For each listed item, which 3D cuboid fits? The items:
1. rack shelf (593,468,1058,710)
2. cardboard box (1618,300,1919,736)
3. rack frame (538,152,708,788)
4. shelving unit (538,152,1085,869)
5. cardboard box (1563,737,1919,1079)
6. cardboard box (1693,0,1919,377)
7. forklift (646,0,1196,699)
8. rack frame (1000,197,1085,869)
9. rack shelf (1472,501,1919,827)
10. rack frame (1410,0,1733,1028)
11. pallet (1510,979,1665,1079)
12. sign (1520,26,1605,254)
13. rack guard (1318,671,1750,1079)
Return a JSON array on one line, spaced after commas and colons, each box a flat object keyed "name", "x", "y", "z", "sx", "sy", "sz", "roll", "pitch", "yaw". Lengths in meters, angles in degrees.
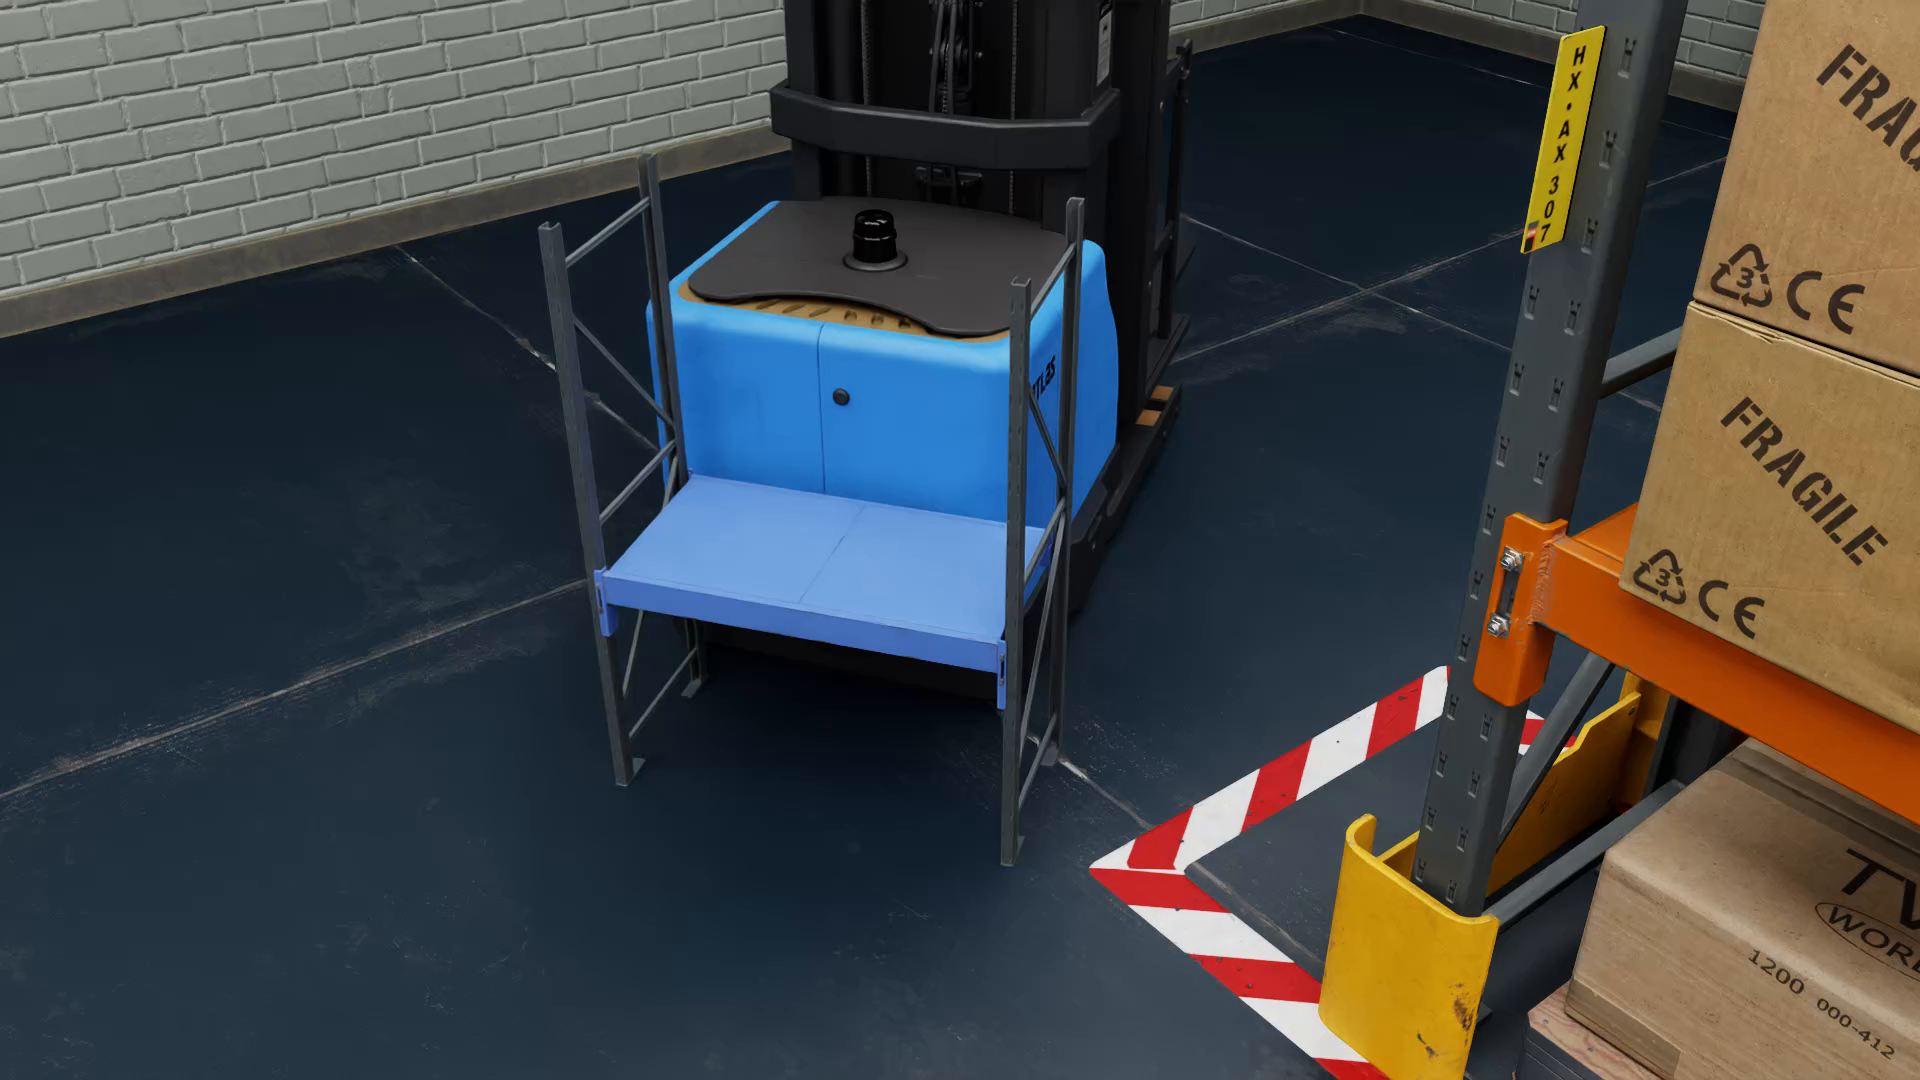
[{"name": "rack shelf", "x": -0.303, "y": 0.097, "z": 4.013, "sx": 1.000, "sy": 0.185, "sz": 0.538, "roll": 9, "pitch": 33, "yaw": 14}, {"name": "cardboard box", "x": 1.399, "y": -0.112, "z": 2.493, "sx": 0.500, "sy": 0.500, "sz": 0.500, "roll": -23, "pitch": 38, "yaw": -32}, {"name": "rack frame", "x": -0.790, "y": -0.133, "z": 4.043, "sx": 0.032, "sy": 1.500, "sz": 0.500, "roll": 9, "pitch": 33, "yaw": 14}, {"name": "shelving unit", "x": -0.303, "y": -0.056, "z": 3.918, "sx": 1.048, "sy": 1.500, "sz": 0.538, "roll": 9, "pitch": 33, "yaw": 14}, {"name": "cardboard box", "x": 1.815, "y": 0.790, "z": 3.165, "sx": 0.875, "sy": 0.438, "sz": 0.875, "roll": -24, "pitch": 39, "yaw": -33}, {"name": "cardboard box", "x": 1.400, "y": -0.538, "z": 2.230, "sx": 0.500, "sy": 0.500, "sz": 0.500, "roll": -23, "pitch": 39, "yaw": -32}, {"name": "forklift", "x": 0.145, "y": -1.589, "z": 5.030, "sx": 1.130, "sy": 2.935, "sz": 3.031, "roll": 10, "pitch": 33, "yaw": 16}, {"name": "rack frame", "x": 0.183, "y": 0.022, "z": 3.793, "sx": 0.032, "sy": 1.500, "sz": 0.500, "roll": 9, "pitch": 33, "yaw": 14}, {"name": "rack shelf", "x": 2.557, "y": 0.777, "z": 1.838, "sx": 1.077, "sy": 0.370, "sz": 4.000, "roll": -22, "pitch": 38, "yaw": -31}, {"name": "rack frame", "x": 1.331, "y": -0.363, "z": 2.991, "sx": 1.000, "sy": 3.000, "sz": 0.127, "roll": -22, "pitch": 38, "yaw": -31}, {"name": "pallet", "x": 1.883, "y": 1.130, "z": 3.231, "sx": 1.003, "sy": 0.211, "sz": 1.213, "roll": -22, "pitch": 38, "yaw": -31}, {"name": "sign", "x": 0.889, "y": -0.587, "z": 2.456, "sx": 0.100, "sy": 0.325, "sz": 0.005, "roll": -22, "pitch": 38, "yaw": -31}, {"name": "rack guard", "x": 1.316, "y": 0.689, "z": 3.666, "sx": 1.175, "sy": 0.500, "sz": 0.348, "roll": -22, "pitch": 38, "yaw": -31}]
